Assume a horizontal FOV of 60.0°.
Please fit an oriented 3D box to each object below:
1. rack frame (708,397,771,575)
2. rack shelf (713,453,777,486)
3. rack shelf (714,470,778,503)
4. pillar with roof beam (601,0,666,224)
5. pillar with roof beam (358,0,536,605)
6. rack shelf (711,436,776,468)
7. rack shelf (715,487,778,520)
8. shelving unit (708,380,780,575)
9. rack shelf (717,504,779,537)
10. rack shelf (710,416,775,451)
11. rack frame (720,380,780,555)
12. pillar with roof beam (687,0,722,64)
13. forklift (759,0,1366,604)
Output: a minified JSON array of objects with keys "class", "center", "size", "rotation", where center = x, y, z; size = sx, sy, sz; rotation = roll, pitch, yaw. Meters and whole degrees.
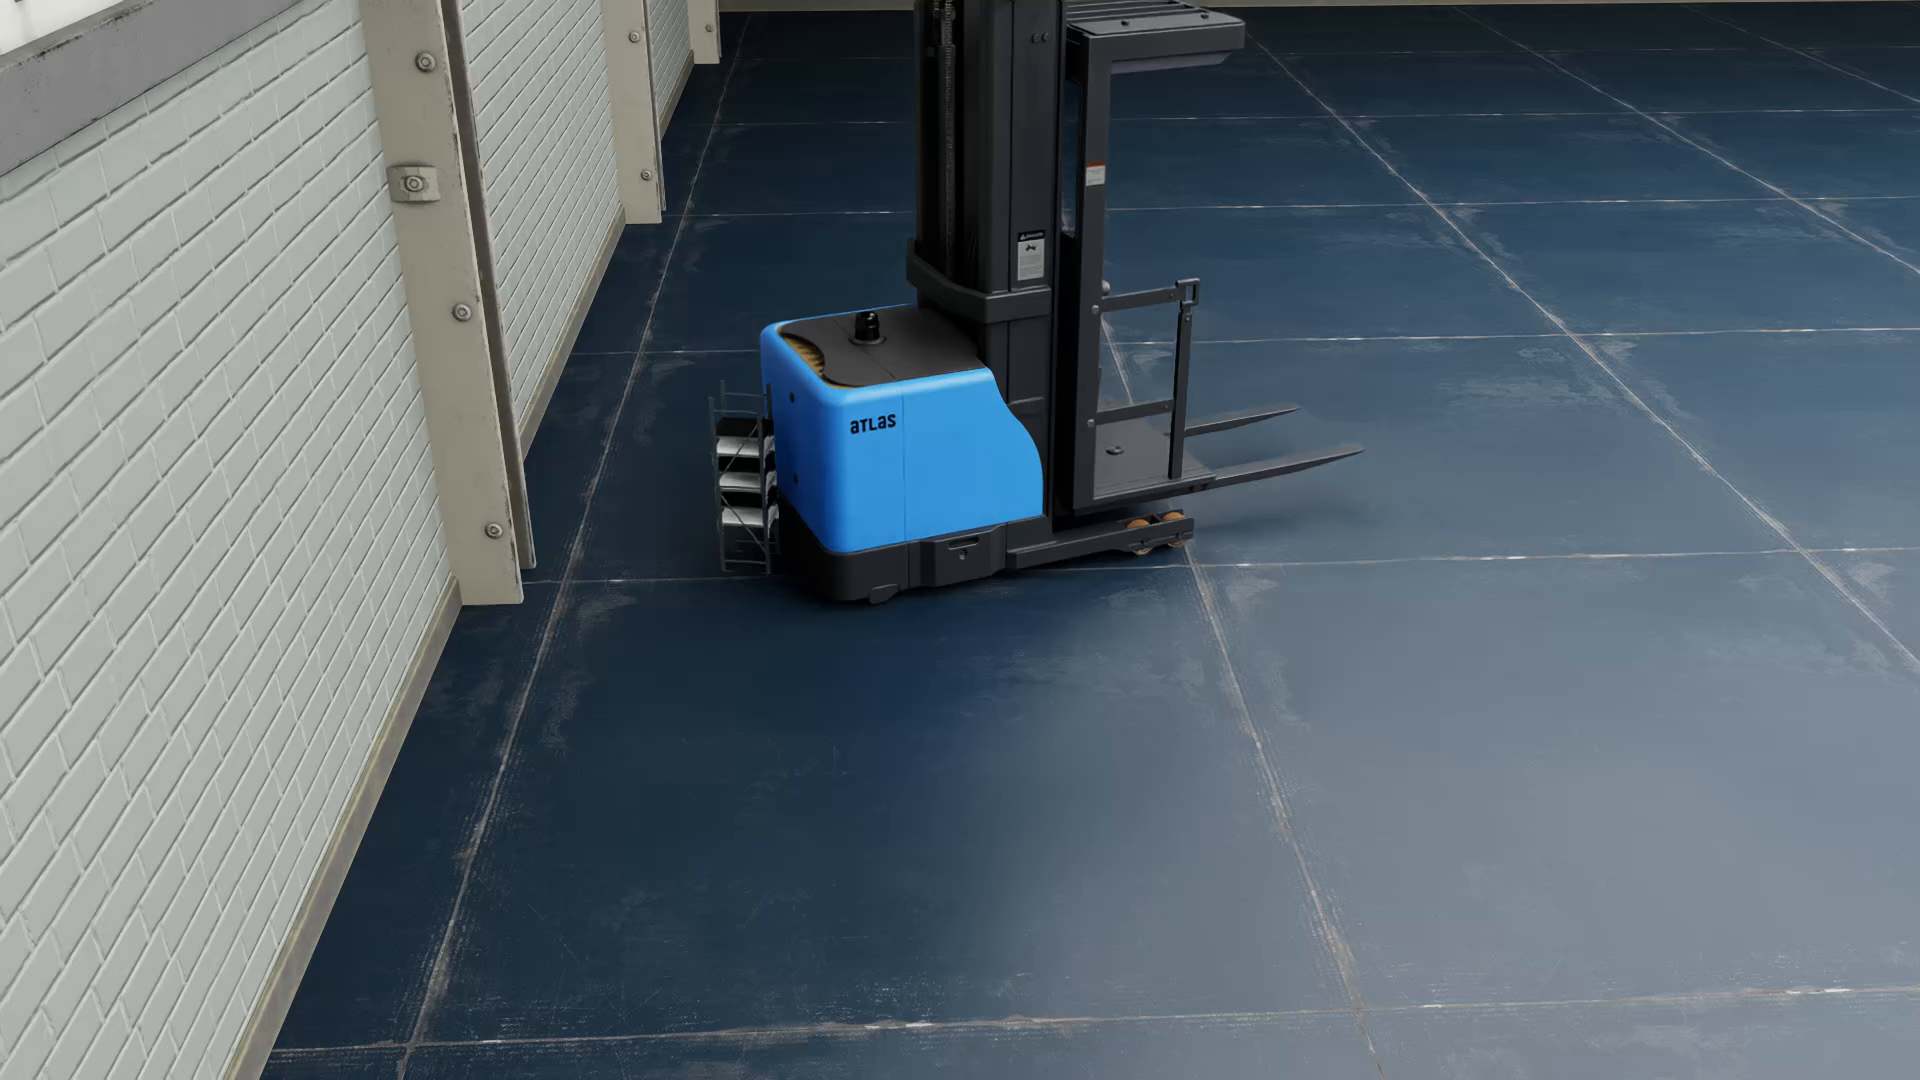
[{"class":"rack frame","center":[-1.022,-0.241,7.739],"size":[0.240,0.900,0.006],"rotation":[4,28,7]},{"class":"rack shelf","center":[-1.009,-0.338,7.802],"size":[0.258,0.077,0.200],"rotation":[4,28,7]},{"class":"rack shelf","center":[-1.009,-0.258,7.844],"size":[0.258,0.077,0.200],"rotation":[4,28,7]},{"class":"pillar with roof beam","center":[1.795,-6.659,11.287],"size":[9.100,9.000,0.400],"rotation":[-1,28,-3]},{"class":"pillar with roof beam","center":[2.108,-3.888,5.974],"size":[9.100,9.000,0.400],"rotation":[-1,28,-3]},{"class":"rack shelf","center":[-1.009,-0.418,7.761],"size":[0.258,0.077,0.200],"rotation":[4,28,7]},{"class":"rack shelf","center":[-1.009,-0.178,7.886],"size":[0.258,0.077,0.200],"rotation":[4,28,7]},{"class":"shelving unit","center":[-1.009,-0.288,7.829],"size":[0.258,0.900,0.210],"rotation":[4,28,7]},{"class":"rack shelf","center":[-1.009,-0.099,7.927],"size":[0.258,0.077,0.200],"rotation":[4,28,7]},{"class":"rack shelf","center":[-1.009,-0.498,7.719],"size":[0.258,0.077,0.200],"rotation":[4,28,7]},{"class":"rack frame","center":[-0.996,-0.334,7.918],"size":[0.240,0.900,0.006],"rotation":[4,28,7]},{"class":"pillar with roof beam","center":[1.482,-9.430,16.599],"size":[9.100,9.000,0.400],"rotation":[-1,28,-3]},{"class":"forklift","center":[0.600,-1.442,7.845],"size":[3.031,2.935,1.130],"rotation":[-11,30,-21]}]
